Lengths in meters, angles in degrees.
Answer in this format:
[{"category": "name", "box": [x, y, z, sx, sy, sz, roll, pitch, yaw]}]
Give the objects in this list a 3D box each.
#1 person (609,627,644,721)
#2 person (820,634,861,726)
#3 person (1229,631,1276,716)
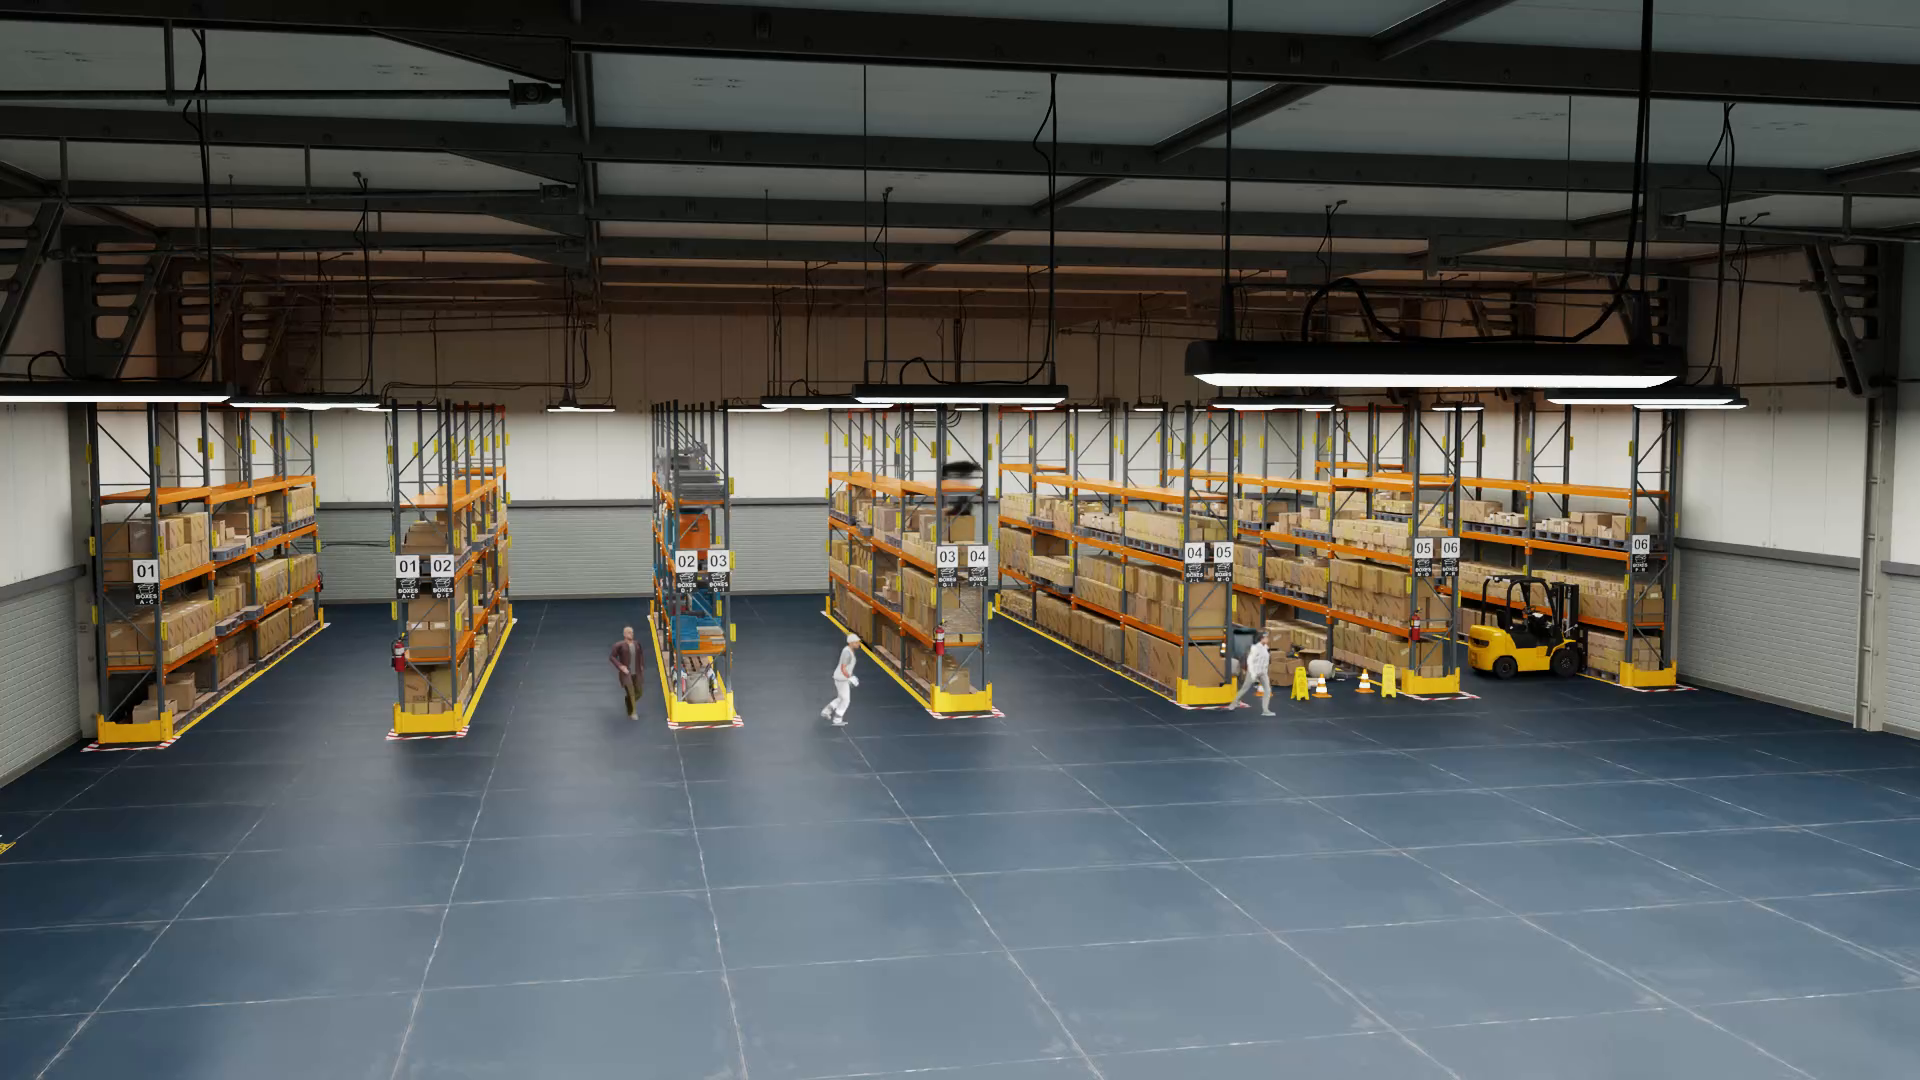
[{"category": "person", "box": [-6.258, 2.497, 31.255, 0.717, 1.748, 0.661, -3, 5, -37]}, {"category": "person", "box": [-2.191, 2.569, 30.520, 0.792, 1.714, 0.640, 0, 4, 3]}, {"category": "person", "box": [5.607, 2.511, 31.691, 0.595, 1.614, 0.965, -3, 5, -34]}]
